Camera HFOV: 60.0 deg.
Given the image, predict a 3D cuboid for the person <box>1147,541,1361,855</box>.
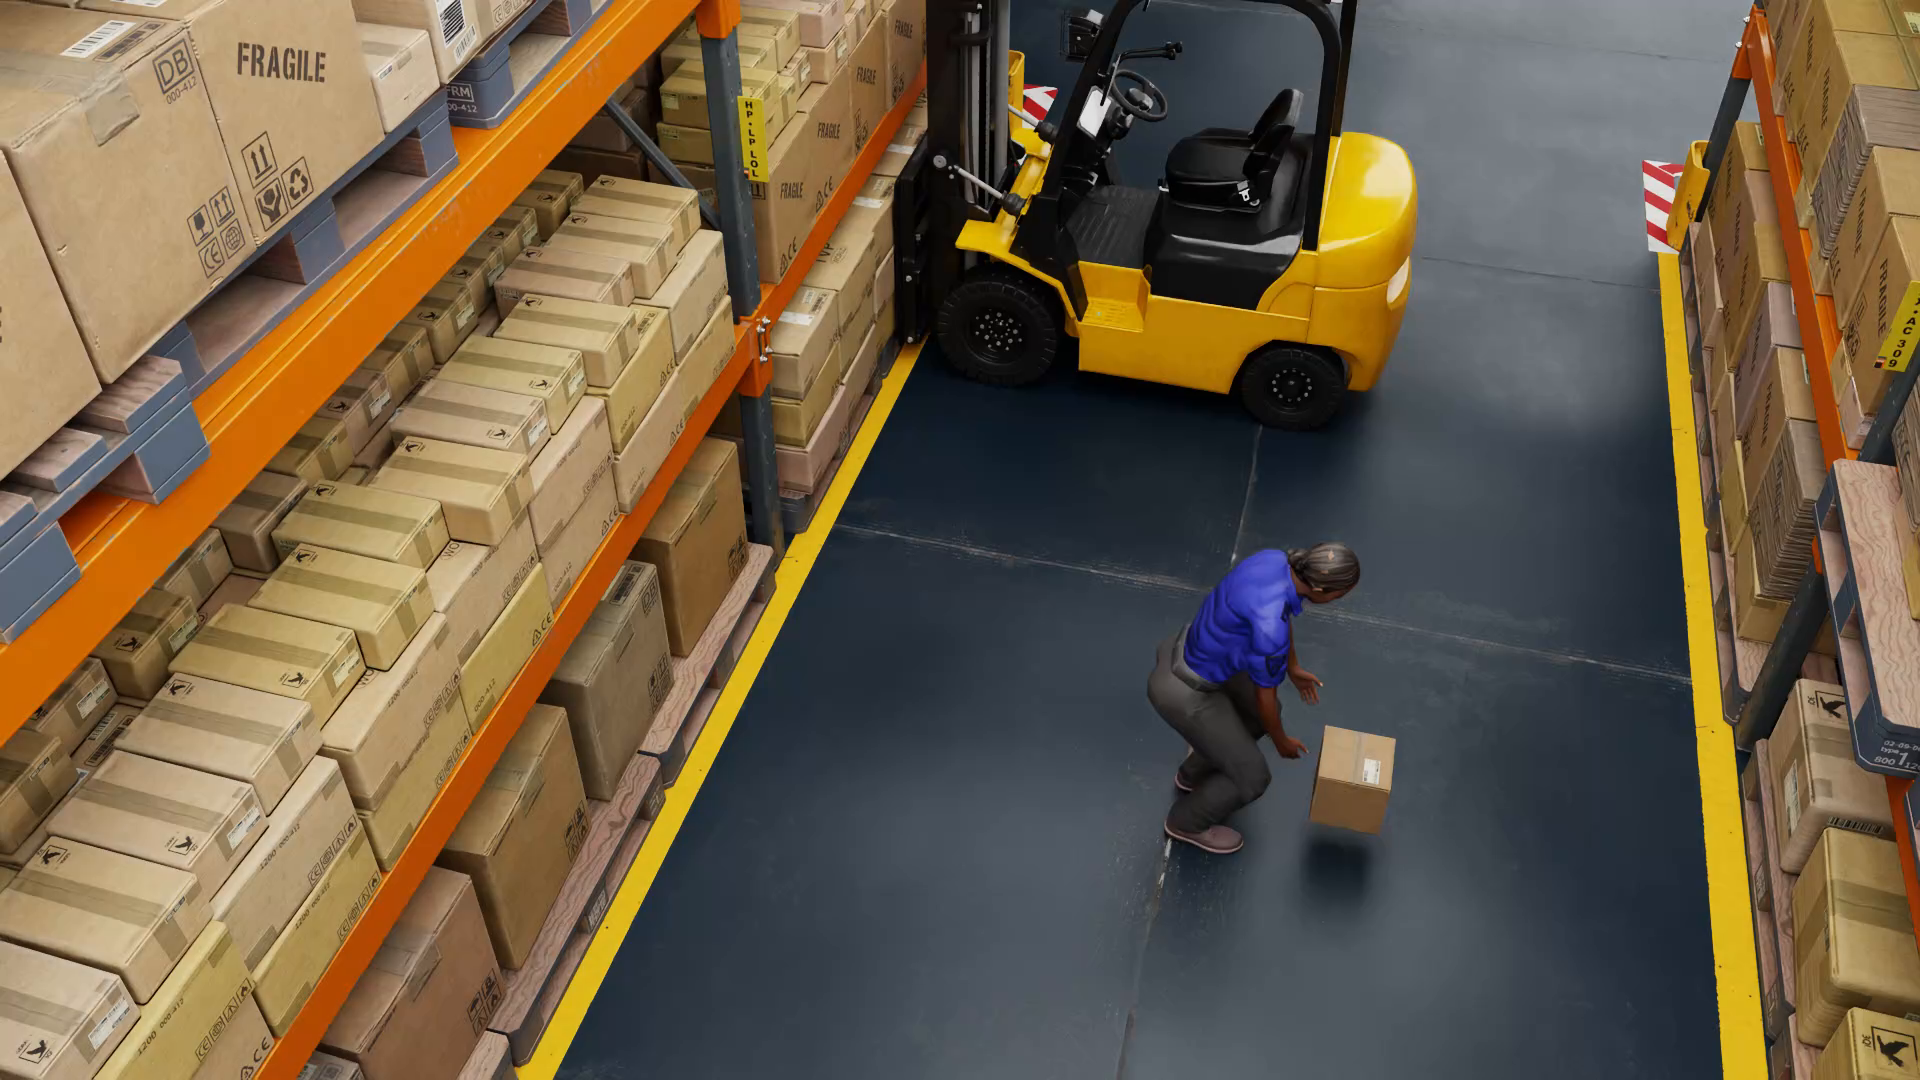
[{"bbox_3d":[0.986,0.501,5.822,0.635,1.363,0.496,10,42,11],"label":"person"}]
